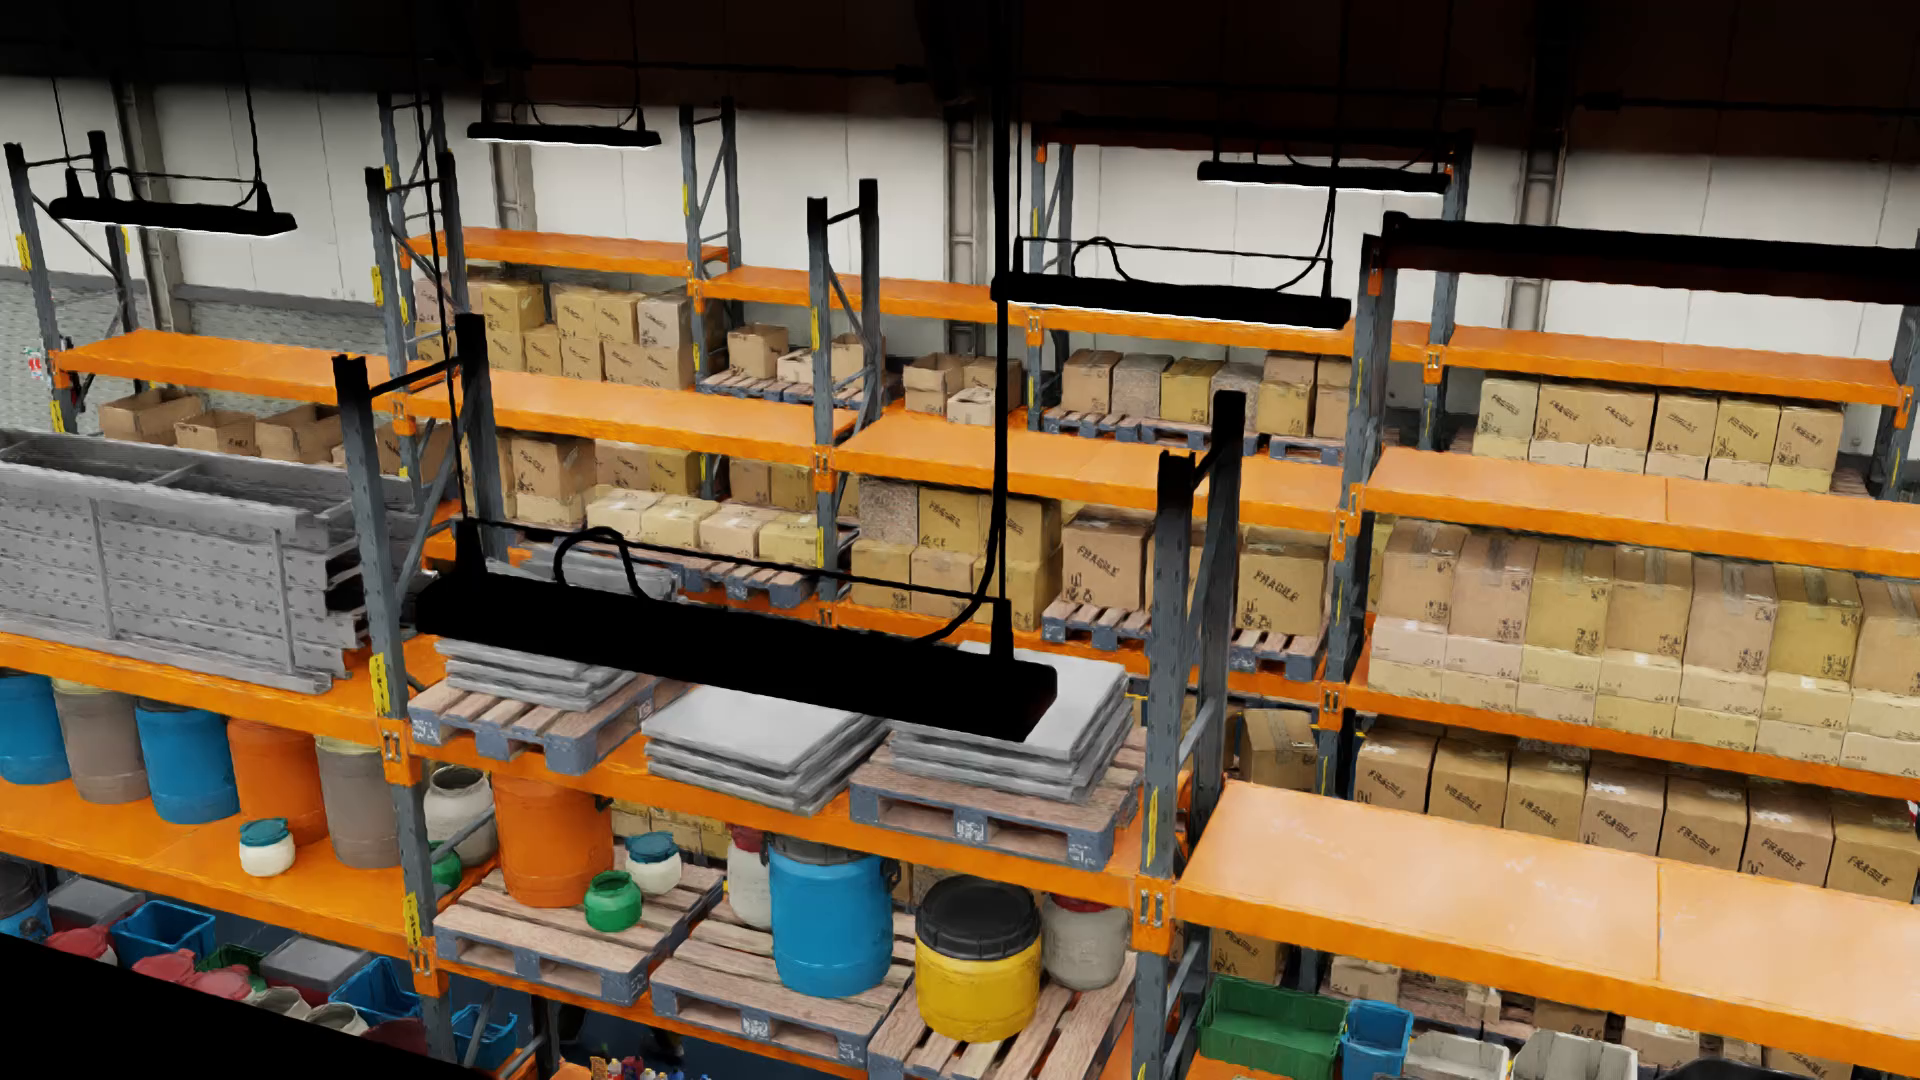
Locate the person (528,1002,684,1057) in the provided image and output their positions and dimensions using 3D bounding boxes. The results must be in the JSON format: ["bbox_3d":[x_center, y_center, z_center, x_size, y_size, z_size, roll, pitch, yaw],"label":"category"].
[{"bbox_3d":[-2.606,2.974,12.145,1.193,1.698,0.598,9,23,22],"label":"person"}]
